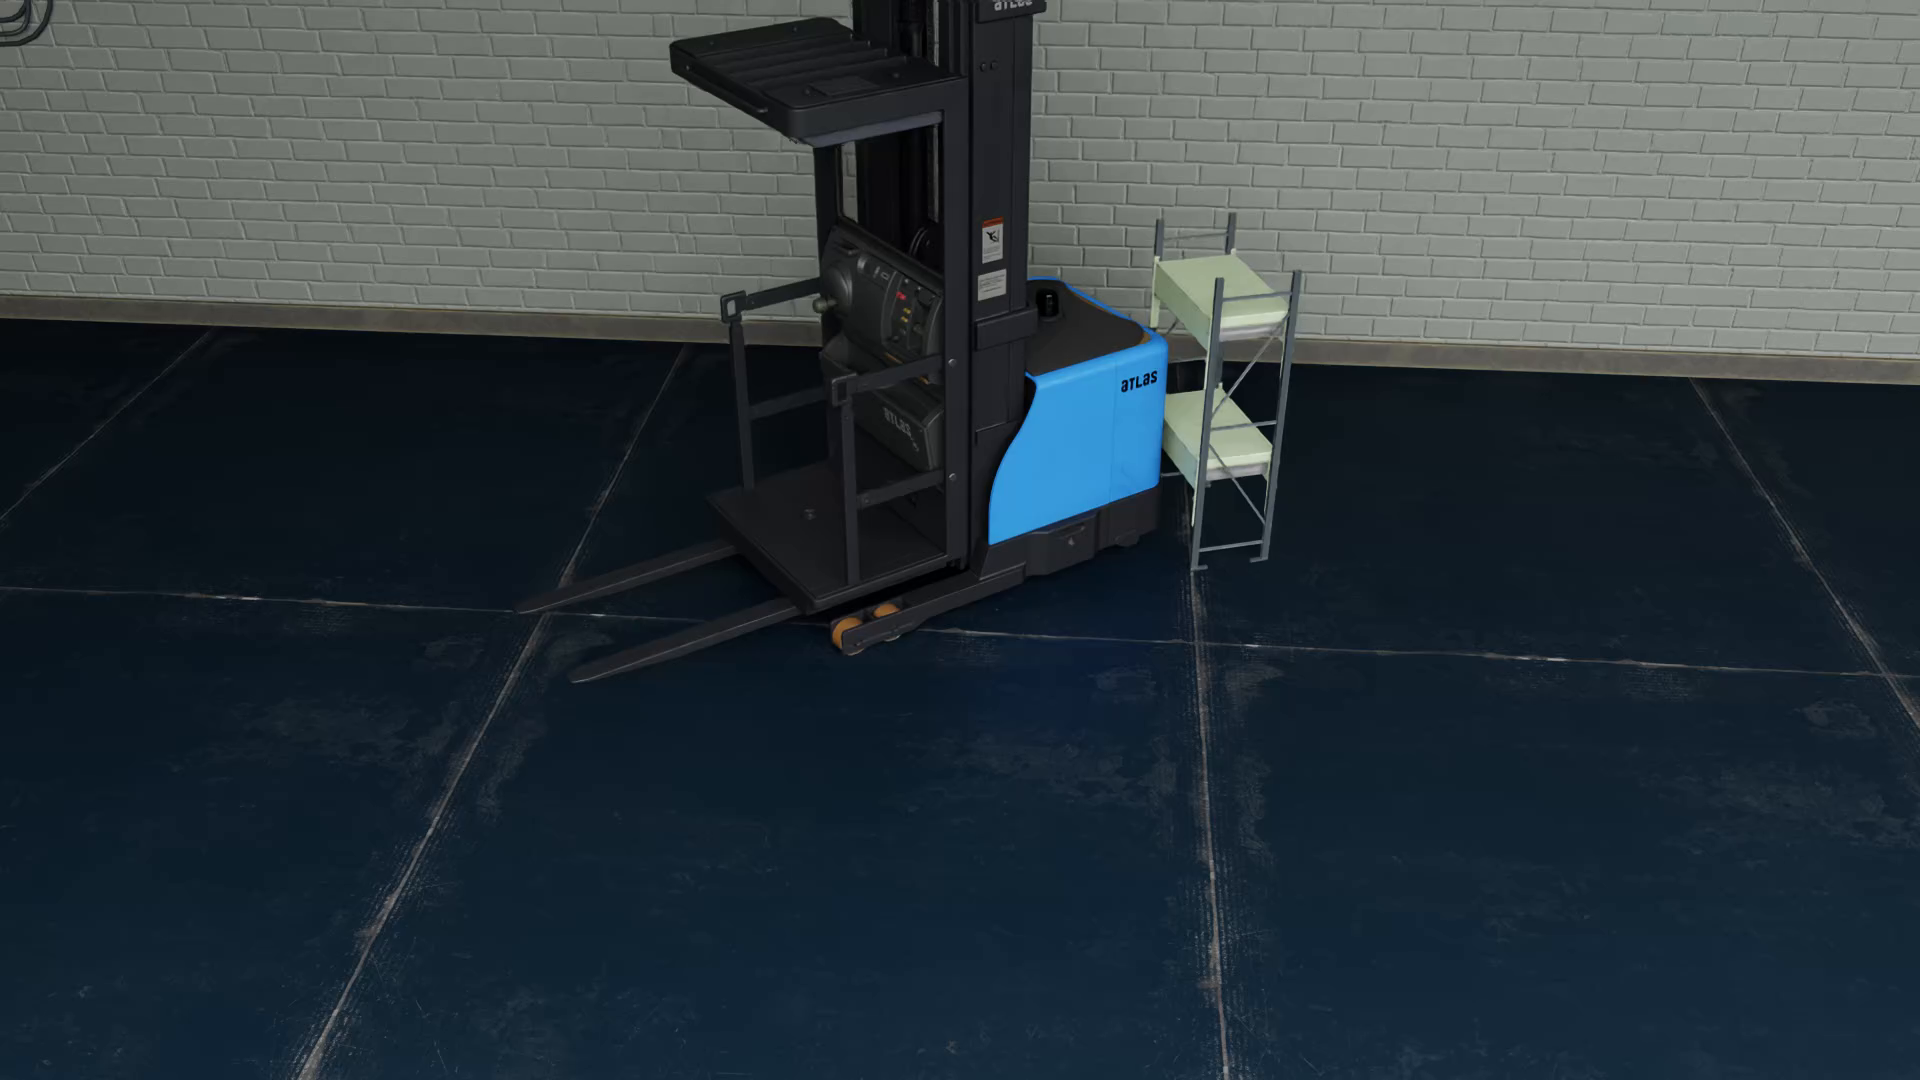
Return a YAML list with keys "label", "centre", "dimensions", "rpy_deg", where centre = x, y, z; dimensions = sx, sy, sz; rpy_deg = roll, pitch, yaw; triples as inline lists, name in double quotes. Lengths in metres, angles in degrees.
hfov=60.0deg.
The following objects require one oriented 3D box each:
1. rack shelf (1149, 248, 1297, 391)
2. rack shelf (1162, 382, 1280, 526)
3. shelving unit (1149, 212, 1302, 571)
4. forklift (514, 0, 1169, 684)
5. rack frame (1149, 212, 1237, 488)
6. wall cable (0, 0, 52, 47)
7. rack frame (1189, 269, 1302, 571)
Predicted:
- label: "rack shelf"
  centre: [1.214, -1.041, 7.764]
  dimensions: [0.431, 0.370, 0.720]
  rpy_deg: [-8, 32, -13]
- label: "rack shelf"
  centre: [1.211, -0.431, 8.139]
  dimensions: [0.431, 0.370, 0.720]
  rpy_deg: [-8, 32, -13]
- label: "shelving unit"
  centre: [1.213, -0.709, 7.968]
  dimensions: [0.431, 1.500, 0.755]
  rpy_deg: [-8, 32, -13]
- label: "forklift"
  centre: [-0.523, -1.051, 7.162]
  dimensions: [3.031, 2.935, 1.130]
  rpy_deg: [-19, 36, -28]
- label: "rack frame"
  centre: [1.120, -0.894, 8.270]
  dimensions: [0.400, 1.500, 0.023]
  rpy_deg: [-8, 32, -13]
- label: "wall cable"
  centre: [-6.660, -3.926, 9.003]
  dimensions: [3.097, 2.526, 0.112]
  rpy_deg: [2, 32, 4]
- label: "rack frame"
  centre: [1.305, -0.523, 7.667]
  dimensions: [0.400, 1.500, 0.023]
  rpy_deg: [-8, 32, -13]
